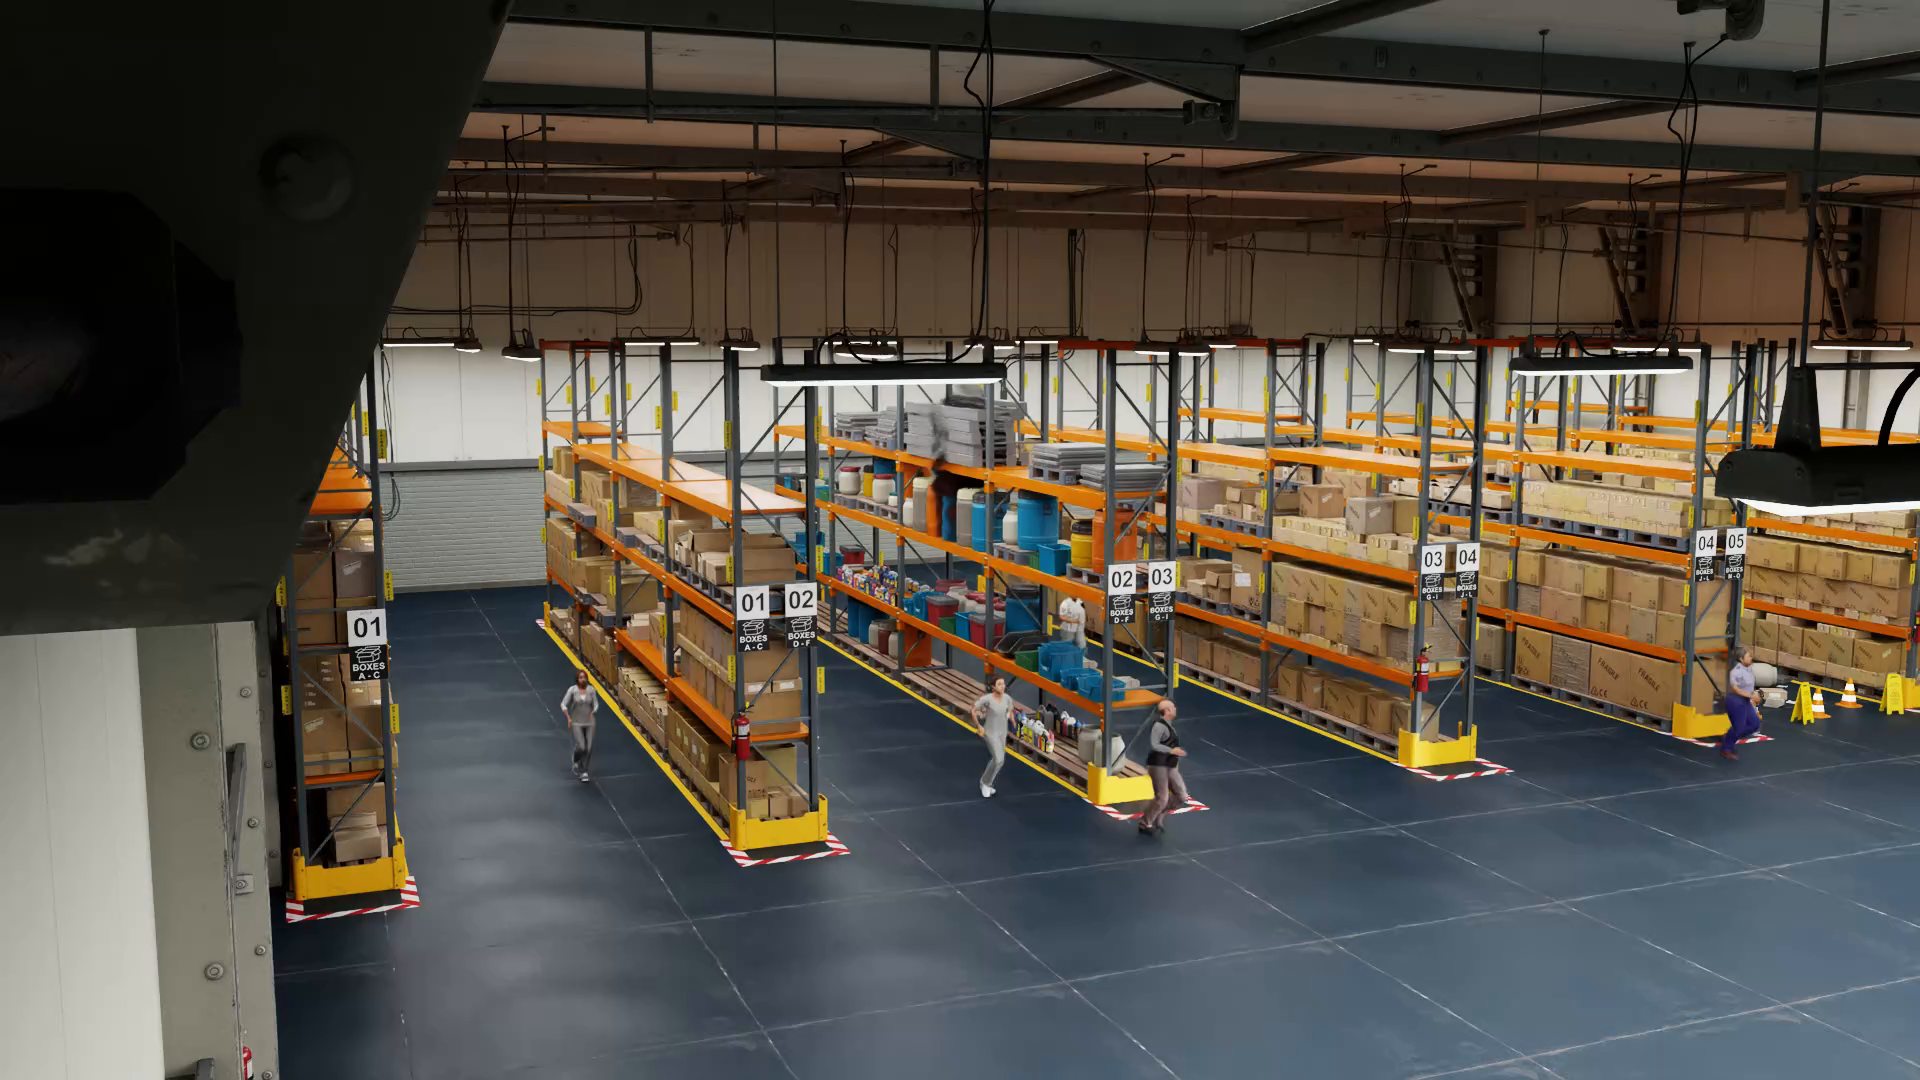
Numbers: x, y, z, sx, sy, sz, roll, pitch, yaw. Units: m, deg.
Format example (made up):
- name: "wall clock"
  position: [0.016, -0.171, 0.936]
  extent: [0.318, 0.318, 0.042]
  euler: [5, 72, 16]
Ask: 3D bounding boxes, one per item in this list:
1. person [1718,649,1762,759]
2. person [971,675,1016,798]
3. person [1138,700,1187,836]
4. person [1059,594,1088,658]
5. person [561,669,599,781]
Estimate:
- name: "person"
  position: [11.424, 2.390, 24.254]
  extent: [0.564, 1.616, 0.638]
  euler: [7, 10, 42]
- name: "person"
  position: [0.488, 2.624, 22.297]
  extent: [0.569, 1.649, 0.637]
  euler: [-5, 9, -35]
- name: "person"
  position: [2.585, 2.824, 20.709]
  extent: [0.593, 1.665, 0.665]
  euler: [4, 8, 28]
- name: "person"
  position: [2.038, 1.666, 29.771]
  extent: [0.617, 1.731, 0.717]
  euler: [-3, 8, -24]
- name: "person"
  position: [-5.232, 2.574, 23.036]
  extent: [0.503, 1.559, 0.493]
  euler: [-4, 8, -26]
